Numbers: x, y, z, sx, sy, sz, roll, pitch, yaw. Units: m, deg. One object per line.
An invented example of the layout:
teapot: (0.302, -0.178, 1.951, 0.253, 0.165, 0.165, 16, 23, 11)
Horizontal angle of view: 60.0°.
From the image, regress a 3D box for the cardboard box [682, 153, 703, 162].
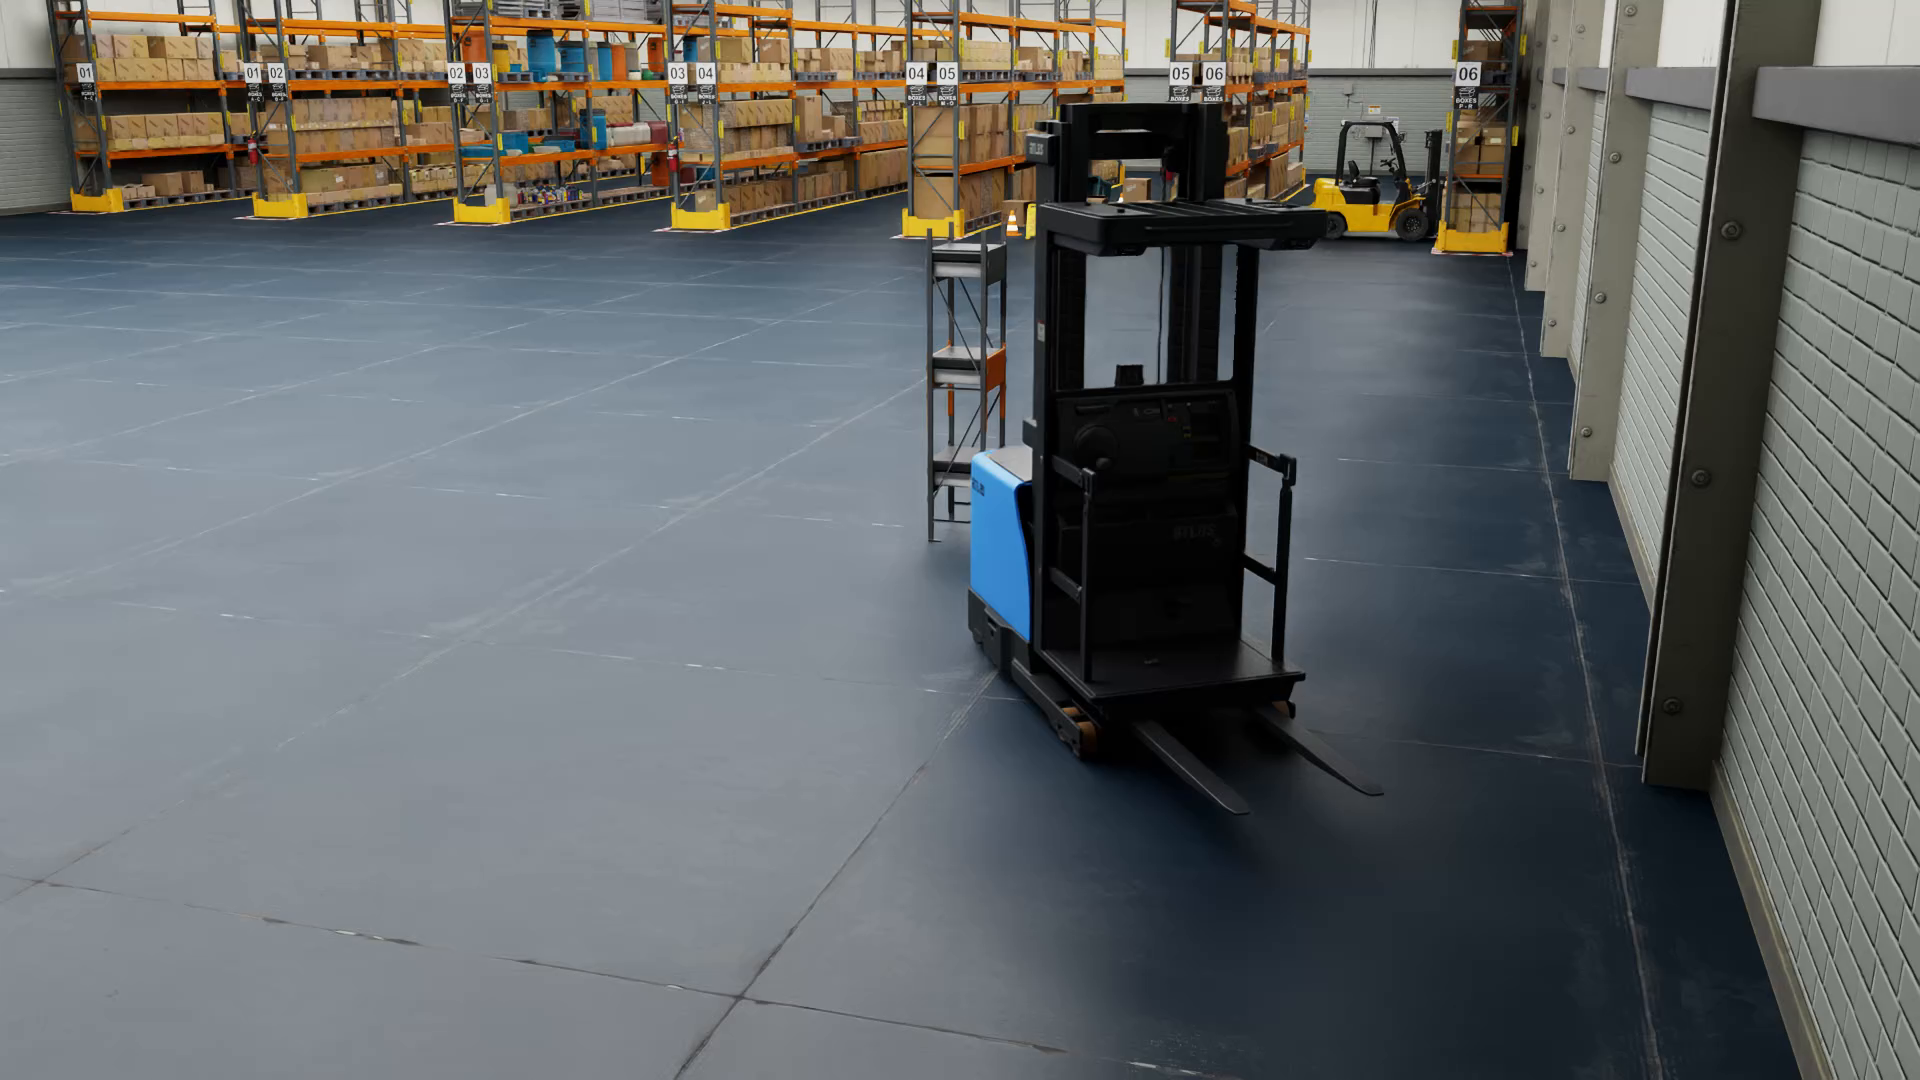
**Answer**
cardboard box: (-5.348, -7.677, 33.360, 0.380, 0.149, 0.250, 5, 16, 16)

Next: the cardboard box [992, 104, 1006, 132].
cardboard box: (0.450, -8.688, 34.209, 0.875, 0.550, 0.550, 5, 16, 16)

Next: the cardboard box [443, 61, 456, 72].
cardboard box: (-12.835, -11.732, 41.204, 0.500, 0.250, 0.500, 4, 16, 15)

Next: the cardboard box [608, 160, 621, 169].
cardboard box: (-10.398, -11.144, 49.354, 0.500, 0.250, 0.500, 5, 16, 16)

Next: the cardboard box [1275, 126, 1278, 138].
cardboard box: (7.072, -9.449, 38.504, 0.500, 0.250, 0.500, 5, 17, 17)

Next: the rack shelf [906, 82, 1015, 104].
rack shelf: (0.064, -8.917, 33.090, 1.077, 0.370, 4.000, 5, 16, 16)

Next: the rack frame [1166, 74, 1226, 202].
rack frame: (4.270, -6.939, 30.297, 1.000, 3.000, 0.127, 5, 16, 16)

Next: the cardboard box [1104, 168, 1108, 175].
cardboard box: (3.743, -9.883, 44.587, 0.380, 0.149, 0.250, 5, 17, 16)

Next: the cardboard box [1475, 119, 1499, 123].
cardboard box: (11.600, -9.021, 36.683, 0.500, 0.500, 0.500, 5, 17, 18)

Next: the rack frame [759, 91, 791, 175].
rack frame: (-5.433, -12.278, 49.118, 1.000, 3.000, 0.127, 5, 16, 16)

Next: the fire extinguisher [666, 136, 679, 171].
fire extinguisher: (-5.706, -7.676, 33.037, 0.296, 0.674, 0.183, 5, 16, 16)

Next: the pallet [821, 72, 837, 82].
pallet: (-3.525, -10.532, 37.810, 1.213, 0.211, 1.003, 5, 16, 16)

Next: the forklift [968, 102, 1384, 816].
forklift: (0.972, -0.519, 7.790, 1.130, 2.935, 3.031, -5, 17, -17)

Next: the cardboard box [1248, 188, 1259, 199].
cardboard box: (5.951, -7.431, 36.078, 0.950, 0.372, 0.625, 5, 17, 18)

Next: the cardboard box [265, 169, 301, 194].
cardboard box: (-14.861, -7.880, 36.509, 0.500, 0.500, 0.500, 5, 16, 16)

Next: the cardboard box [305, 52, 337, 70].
cardboard box: (-17.125, -12.785, 44.419, 0.700, 0.500, 0.500, 3, 16, 12)

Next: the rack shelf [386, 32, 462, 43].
rack shelf: (-15.500, -14.870, 49.316, 1.077, 0.370, 4.000, 5, 16, 16)

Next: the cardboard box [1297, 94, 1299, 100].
cardboard box: (8.597, -11.519, 43.238, 0.380, 0.149, 0.250, 5, 17, 17)

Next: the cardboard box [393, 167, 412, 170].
cardboard box: (-13.609, -8.937, 40.582, 0.500, 0.311, 0.500, 5, 17, 17)

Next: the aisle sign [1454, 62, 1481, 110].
aisle sign: (8.730, -7.811, 28.608, 0.394, 0.787, 0.004, 5, 16, 16)

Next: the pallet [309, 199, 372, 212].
pallet: (-14.202, -7.657, 37.937, 1.003, 0.211, 1.213, 5, 16, 16)

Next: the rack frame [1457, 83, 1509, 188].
rack frame: (10.167, -7.602, 32.633, 1.000, 3.000, 0.127, 5, 16, 16)

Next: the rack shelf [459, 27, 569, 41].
rack shelf: (-11.886, -13.441, 44.276, 1.077, 0.370, 4.000, 5, 16, 16)

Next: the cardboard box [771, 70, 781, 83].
cardboard box: (-4.132, -9.850, 35.336, 0.500, 0.250, 0.500, 5, 17, 17)

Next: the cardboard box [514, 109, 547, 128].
cardboard box: (-11.801, -11.575, 45.688, 0.700, 0.500, 0.500, 7, 17, 25)

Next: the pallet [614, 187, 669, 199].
pallet: (-7.964, -8.643, 41.416, 1.003, 0.211, 1.213, 5, 16, 16)

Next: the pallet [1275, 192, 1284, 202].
pallet: (7.189, -8.209, 39.885, 1.003, 0.211, 1.213, 5, 16, 16)

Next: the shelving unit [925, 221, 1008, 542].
shelving unit: (0.047, -1.053, 11.196, 0.431, 2.100, 0.503, 5, 16, 16)

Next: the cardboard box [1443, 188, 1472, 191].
cardboard box: (9.136, -6.327, 30.575, 0.500, 0.250, 0.500, 5, 17, 17)

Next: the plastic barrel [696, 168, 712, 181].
plastic barrel: (-6.942, -10.097, 44.508, 0.600, 0.901, 0.708, 5, 16, 16)

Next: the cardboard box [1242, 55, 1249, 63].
cardboard box: (5.418, -9.378, 32.399, 0.380, 0.149, 0.250, 5, 17, 18)

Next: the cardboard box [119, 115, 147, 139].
cardboard box: (-18.905, -9.388, 37.796, 0.500, 0.500, 0.500, 5, 16, 16)

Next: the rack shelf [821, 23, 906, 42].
rack shelf: (-2.389, -12.671, 41.564, 1.077, 0.370, 4.000, 5, 16, 16)

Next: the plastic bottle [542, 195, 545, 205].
plastic bottle: (-9.136, -7.434, 36.365, 0.097, 0.201, 0.097, 0, 16, 0)

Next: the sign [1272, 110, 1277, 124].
sign: (7.067, -9.511, 37.389, 0.100, 0.325, 0.005, 5, 16, 16)

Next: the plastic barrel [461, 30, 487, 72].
plastic barrel: (-9.964, -10.080, 34.318, 0.600, 0.830, 0.708, 5, 16, 16)

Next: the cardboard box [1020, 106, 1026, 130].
cardboard box: (1.056, -9.269, 36.497, 0.700, 0.500, 0.500, 5, 17, 16)

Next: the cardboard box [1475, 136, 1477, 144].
cardboard box: (9.037, -7.160, 29.704, 0.380, 0.149, 0.250, 5, 17, 17)

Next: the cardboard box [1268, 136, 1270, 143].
cardboard box: (6.641, -8.864, 36.774, 0.380, 0.149, 0.250, 4, 16, 15)

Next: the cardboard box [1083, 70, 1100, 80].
cardboard box: (3.290, -11.908, 42.591, 0.500, 0.250, 0.500, 5, 17, 19)

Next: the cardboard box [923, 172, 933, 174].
cardboard box: (-1.301, -10.429, 45.724, 0.875, 0.875, 0.875, 5, 16, 16)

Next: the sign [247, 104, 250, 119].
sign: (-15.244, -9.193, 35.689, 0.100, 0.325, 0.005, 5, 16, 16)

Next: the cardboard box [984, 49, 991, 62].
cardboard box: (0.308, -9.563, 32.828, 0.500, 0.250, 0.500, 5, 16, 16)

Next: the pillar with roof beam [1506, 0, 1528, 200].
pillar with roof beam: (9.375, -13.027, 40.766, 9.100, 9.000, 0.400, 5, 16, 16)

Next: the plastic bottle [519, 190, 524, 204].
plastic bottle: (-9.678, -7.567, 36.681, 0.061, 0.283, 0.133, 5, 16, 16)

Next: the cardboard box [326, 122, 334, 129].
cardboard box: (-14.118, -9.193, 36.871, 0.380, 0.149, 0.250, 4, 16, 14)

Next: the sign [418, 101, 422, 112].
sign: (-15.545, -12.479, 47.851, 0.100, 0.325, 0.005, 5, 16, 16)

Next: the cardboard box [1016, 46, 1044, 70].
cardboard box: (1.544, -10.654, 36.762, 0.500, 0.500, 0.500, 5, 16, 16)

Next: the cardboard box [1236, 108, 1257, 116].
cardboard box: (5.880, -8.786, 34.123, 0.380, 0.149, 0.250, 5, 16, 16)

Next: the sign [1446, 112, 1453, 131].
sign: (8.514, -7.272, 28.914, 0.100, 0.325, 0.005, 5, 16, 16)
